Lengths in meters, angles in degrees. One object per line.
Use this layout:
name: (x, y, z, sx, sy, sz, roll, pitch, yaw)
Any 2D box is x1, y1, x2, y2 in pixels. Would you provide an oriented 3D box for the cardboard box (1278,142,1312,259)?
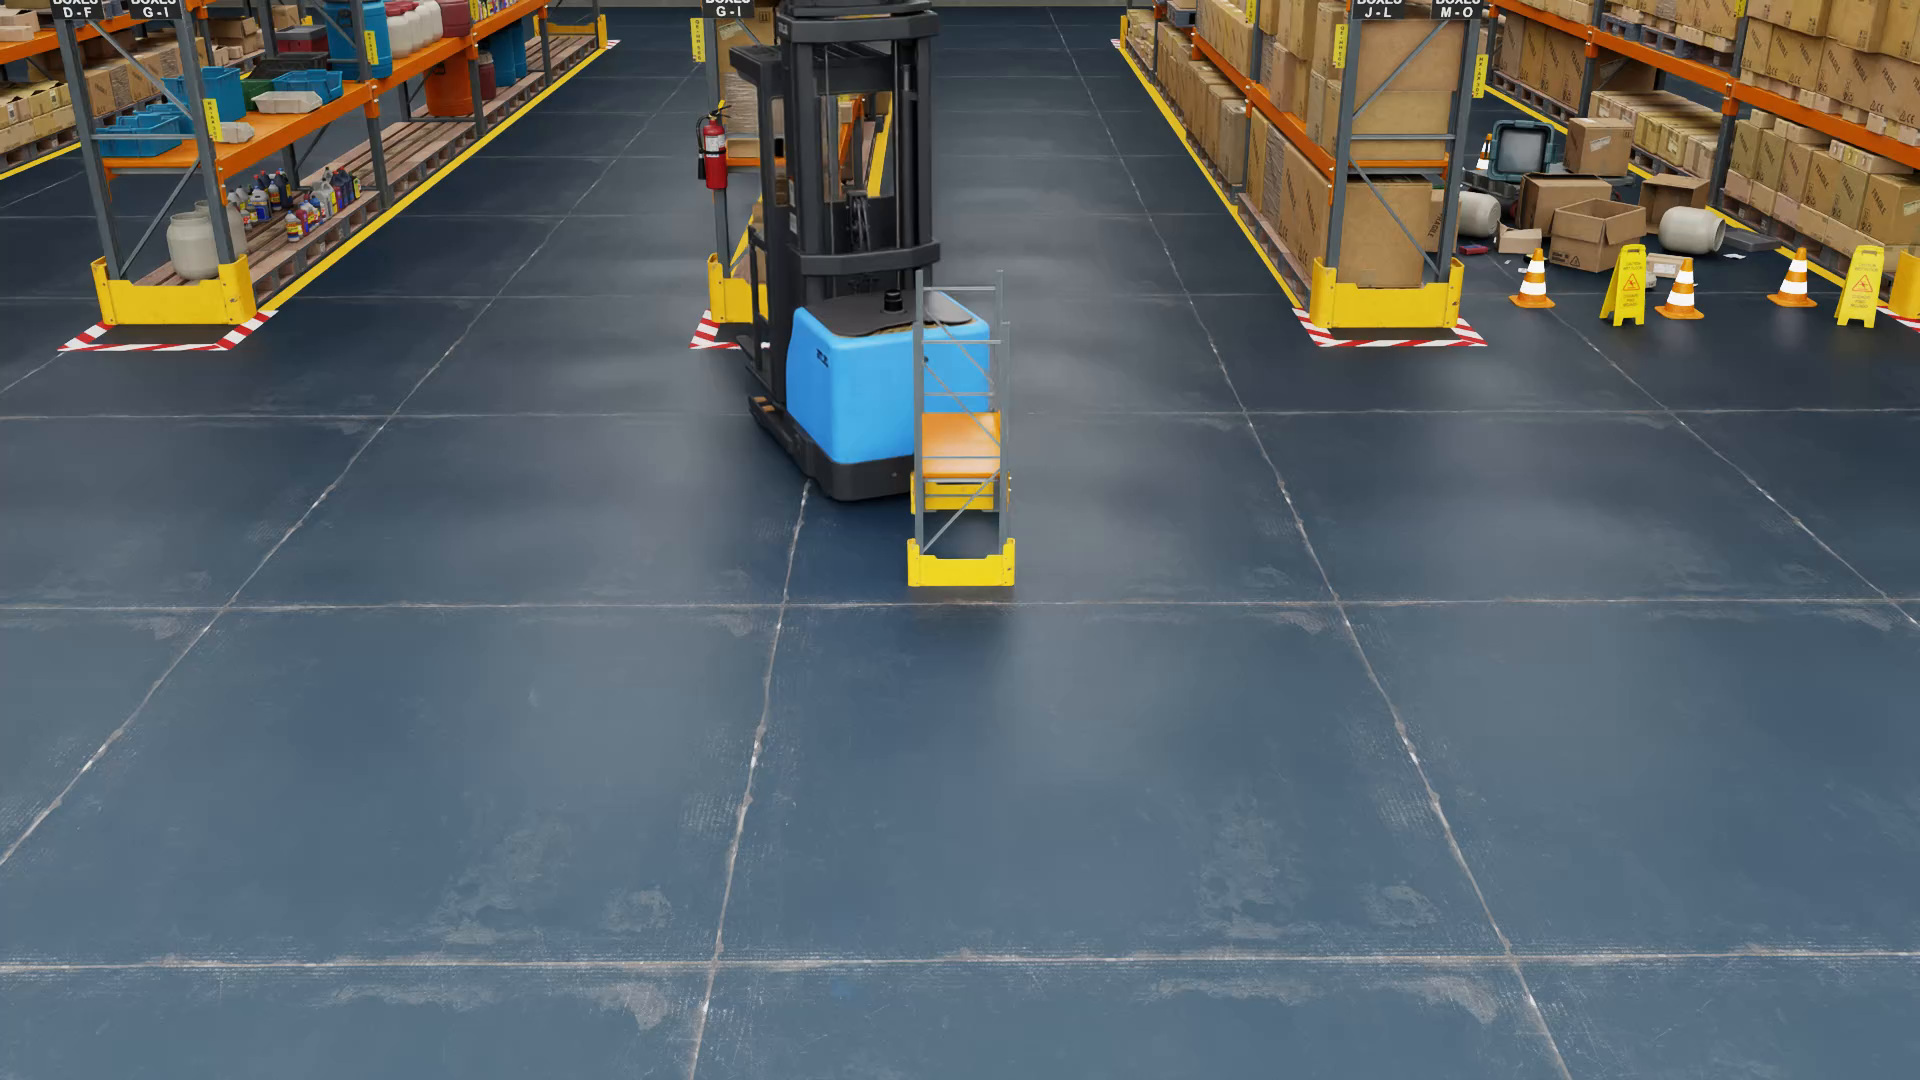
cardboard box: (3.403, -3.045, 14.911, 0.875, 0.875, 0.875, -1, 24, -1)

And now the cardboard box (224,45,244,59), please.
cardboard box: (-11.317, -7.541, 25.687, 0.380, 0.166, 0.250, 0, 24, -1)

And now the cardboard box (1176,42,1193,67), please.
cardboard box: (3.115, -6.359, 21.784, 0.500, 0.250, 0.500, 0, 24, 0)

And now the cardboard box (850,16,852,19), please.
cardboard box: (-1.223, -4.682, 14.766, 0.500, 0.500, 0.500, 0, 24, -1)

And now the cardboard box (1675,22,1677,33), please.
cardboard box: (8.214, -5.709, 18.528, 0.380, 0.149, 0.250, -1, 24, -2)

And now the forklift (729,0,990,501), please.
forklift: (-0.826, -2.152, 10.952, 1.130, 2.935, 3.031, -9, 26, -20)

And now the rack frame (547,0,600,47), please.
rack frame: (-6.600, -9.770, 27.712, 1.000, 3.000, 0.127, 0, 24, -1)

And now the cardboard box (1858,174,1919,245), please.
cardboard box: (8.167, -2.853, 14.335, 0.500, 0.500, 0.500, 0, 24, 0)

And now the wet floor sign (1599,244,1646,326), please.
wet floor sign: (5.468, -2.104, 13.619, 0.267, 0.644, 0.232, -4, 25, -10)

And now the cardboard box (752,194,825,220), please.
cardboard box: (-1.504, -2.755, 14.725, 0.500, 0.500, 0.500, 6, 25, 13)

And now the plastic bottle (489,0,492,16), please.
plastic bottle: (-6.177, -6.983, 21.706, 0.097, 0.271, 0.097, 0, 24, 0)

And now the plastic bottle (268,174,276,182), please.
plastic bottle: (-6.873, -3.518, 16.660, 0.152, 0.276, 0.135, 1, 24, 1)

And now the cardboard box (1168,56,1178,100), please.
cardboard box: (3.108, -6.231, 22.410, 0.500, 0.500, 0.500, -1, 24, -3)

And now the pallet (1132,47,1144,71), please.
pallet: (3.298, -7.635, 26.374, 1.003, 0.211, 1.213, 0, 24, -1)

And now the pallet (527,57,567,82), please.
pallet: (-6.603, -7.154, 25.312, 1.003, 0.211, 1.213, 0, 24, -1)

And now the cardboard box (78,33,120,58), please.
cardboard box: (-11.731, -6.685, 22.480, 0.500, 0.250, 0.500, -1, 24, -2)

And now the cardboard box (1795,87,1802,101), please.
cardboard box: (8.166, -4.221, 15.748, 0.380, 0.149, 0.250, 0, 24, -1)

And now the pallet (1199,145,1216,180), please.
pallet: (3.344, -4.379, 19.176, 1.003, 0.211, 1.213, 0, 24, -1)

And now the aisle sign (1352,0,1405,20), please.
aisle sign: (3.189, -4.334, 12.537, 0.394, 0.787, 0.004, 0, 24, -1)

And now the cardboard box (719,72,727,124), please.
cardboard box: (-1.577, -3.813, 14.057, 0.875, 0.500, 0.500, 0, 24, -1)

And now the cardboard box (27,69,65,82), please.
cardboard box: (-11.711, -5.899, 21.651, 0.500, 0.500, 0.500, 1, 24, 2)

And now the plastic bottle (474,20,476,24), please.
plastic bottle: (-6.168, -6.642, 20.953, 0.097, 0.271, 0.097, 0, 24, 0)

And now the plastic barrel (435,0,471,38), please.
plastic barrel: (-6.205, -6.346, 19.975, 0.600, 0.536, 0.708, 0, 24, -1)

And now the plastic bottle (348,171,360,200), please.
plastic bottle: (-6.134, -3.591, 16.813, 0.061, 0.283, 0.133, 1, 24, 2)

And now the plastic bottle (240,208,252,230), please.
plastic bottle: (-6.736, -3.027, 15.664, 0.097, 0.201, 0.097, 0, 24, 0)

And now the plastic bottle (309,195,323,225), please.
plastic bottle: (-6.141, -3.149, 15.849, 0.097, 0.271, 0.097, 0, 24, 0)

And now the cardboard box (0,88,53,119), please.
cardboard box: (-11.202, -5.218, 19.794, 0.500, 0.311, 0.500, -1, 24, -1)

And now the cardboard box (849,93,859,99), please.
cardboard box: (-1.170, -4.337, 16.004, 0.380, 0.149, 0.250, 0, 24, -1)

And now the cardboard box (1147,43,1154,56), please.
cardboard box: (3.020, -7.392, 25.044, 0.380, 0.149, 0.250, -1, 24, -3)

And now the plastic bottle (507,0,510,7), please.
plastic bottle: (-6.215, -7.395, 22.611, 0.152, 0.276, 0.135, 0, 24, -1)

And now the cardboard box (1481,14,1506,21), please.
cardboard box: (8.388, -8.212, 26.867, 0.875, 0.438, 0.875, 0, 24, 1)

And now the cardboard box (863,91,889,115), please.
cardboard box: (-1.547, -6.003, 21.453, 1.225, 0.875, 0.875, -1, 24, -3)

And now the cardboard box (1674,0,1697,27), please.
cardboard box: (8.152, -5.871, 18.099, 0.500, 0.500, 0.500, 1, 24, 1)

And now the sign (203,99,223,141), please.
sign: (-5.875, -3.304, 13.079, 0.100, 0.325, 0.005, 0, 24, -1)

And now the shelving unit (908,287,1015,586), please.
shelving unit: (0.001, -0.652, 9.371, 0.587, 1.500, 1.083, 0, 24, -1)

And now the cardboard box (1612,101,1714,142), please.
cardboard box: (8.362, -4.997, 19.839, 0.950, 0.372, 0.625, -1, 24, -2)

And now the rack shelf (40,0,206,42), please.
rack shelf: (-11.488, -6.949, 22.348, 1.077, 0.370, 4.000, 0, 24, -1)

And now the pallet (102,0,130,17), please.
pallet: (-11.492, -7.167, 22.189, 1.003, 0.211, 1.213, 0, 24, -1)

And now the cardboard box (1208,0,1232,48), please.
cardboard box: (3.149, -5.918, 19.074, 0.500, 0.500, 0.500, 0, 24, -1)

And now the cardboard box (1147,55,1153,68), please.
cardboard box: (3.012, -7.177, 24.929, 0.380, 0.149, 0.250, 0, 24, 0)

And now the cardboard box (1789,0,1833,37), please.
cardboard box: (8.143, -4.929, 15.312, 0.700, 0.500, 0.500, -1, 24, -2)

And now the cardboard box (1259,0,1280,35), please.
cardboard box: (3.414, -5.236, 16.195, 0.875, 0.550, 0.550, 0, 24, -1)

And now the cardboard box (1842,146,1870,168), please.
cardboard box: (8.096, -3.403, 14.764, 0.380, 0.149, 0.250, 0, 24, 0)

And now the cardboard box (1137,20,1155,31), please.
cardboard box: (3.013, -8.177, 26.417, 0.380, 0.149, 0.250, 0, 24, 0)

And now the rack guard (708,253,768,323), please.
rack guard: (-1.474, -2.092, 13.768, 1.175, 0.500, 0.348, 0, 24, -1)

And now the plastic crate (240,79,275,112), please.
plastic crate: (-6.737, -4.168, 15.583, 0.450, 0.188, 0.662, 0, 24, -1)

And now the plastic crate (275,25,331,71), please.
plastic crate: (-6.780, -5.052, 17.204, 0.402, 0.464, 0.583, 0, 24, -1)

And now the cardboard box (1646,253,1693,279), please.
cardboard box: (6.402, -2.476, 15.043, 0.380, 0.149, 0.250, 13, 27, 27)

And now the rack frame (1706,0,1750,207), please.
rack frame: (8.393, -4.892, 16.926, 1.000, 3.000, 0.127, 0, 24, -1)

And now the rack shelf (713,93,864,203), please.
rack shelf: (-1.495, -3.696, 15.154, 1.077, 0.370, 4.000, 0, 24, -1)

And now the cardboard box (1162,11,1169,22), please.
cardboard box: (3.518, -8.616, 27.387, 0.380, 0.149, 0.250, 0, 24, 0)

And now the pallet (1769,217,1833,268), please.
pallet: (8.452, -2.841, 15.775, 1.003, 0.211, 1.213, 0, 24, -1)

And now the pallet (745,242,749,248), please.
pallet: (-1.458, -2.796, 15.677, 1.003, 0.211, 1.213, 0, 24, -1)

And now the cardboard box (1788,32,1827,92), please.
cardboard box: (8.140, -4.477, 15.526, 0.500, 0.500, 0.500, 0, 24, -1)

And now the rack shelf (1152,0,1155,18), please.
rack shelf: (3.335, -8.621, 26.044, 1.077, 0.370, 4.000, 0, 24, -1)

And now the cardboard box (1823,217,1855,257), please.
cardboard box: (8.161, -2.728, 14.968, 0.500, 0.250, 0.500, 0, 24, 0)
